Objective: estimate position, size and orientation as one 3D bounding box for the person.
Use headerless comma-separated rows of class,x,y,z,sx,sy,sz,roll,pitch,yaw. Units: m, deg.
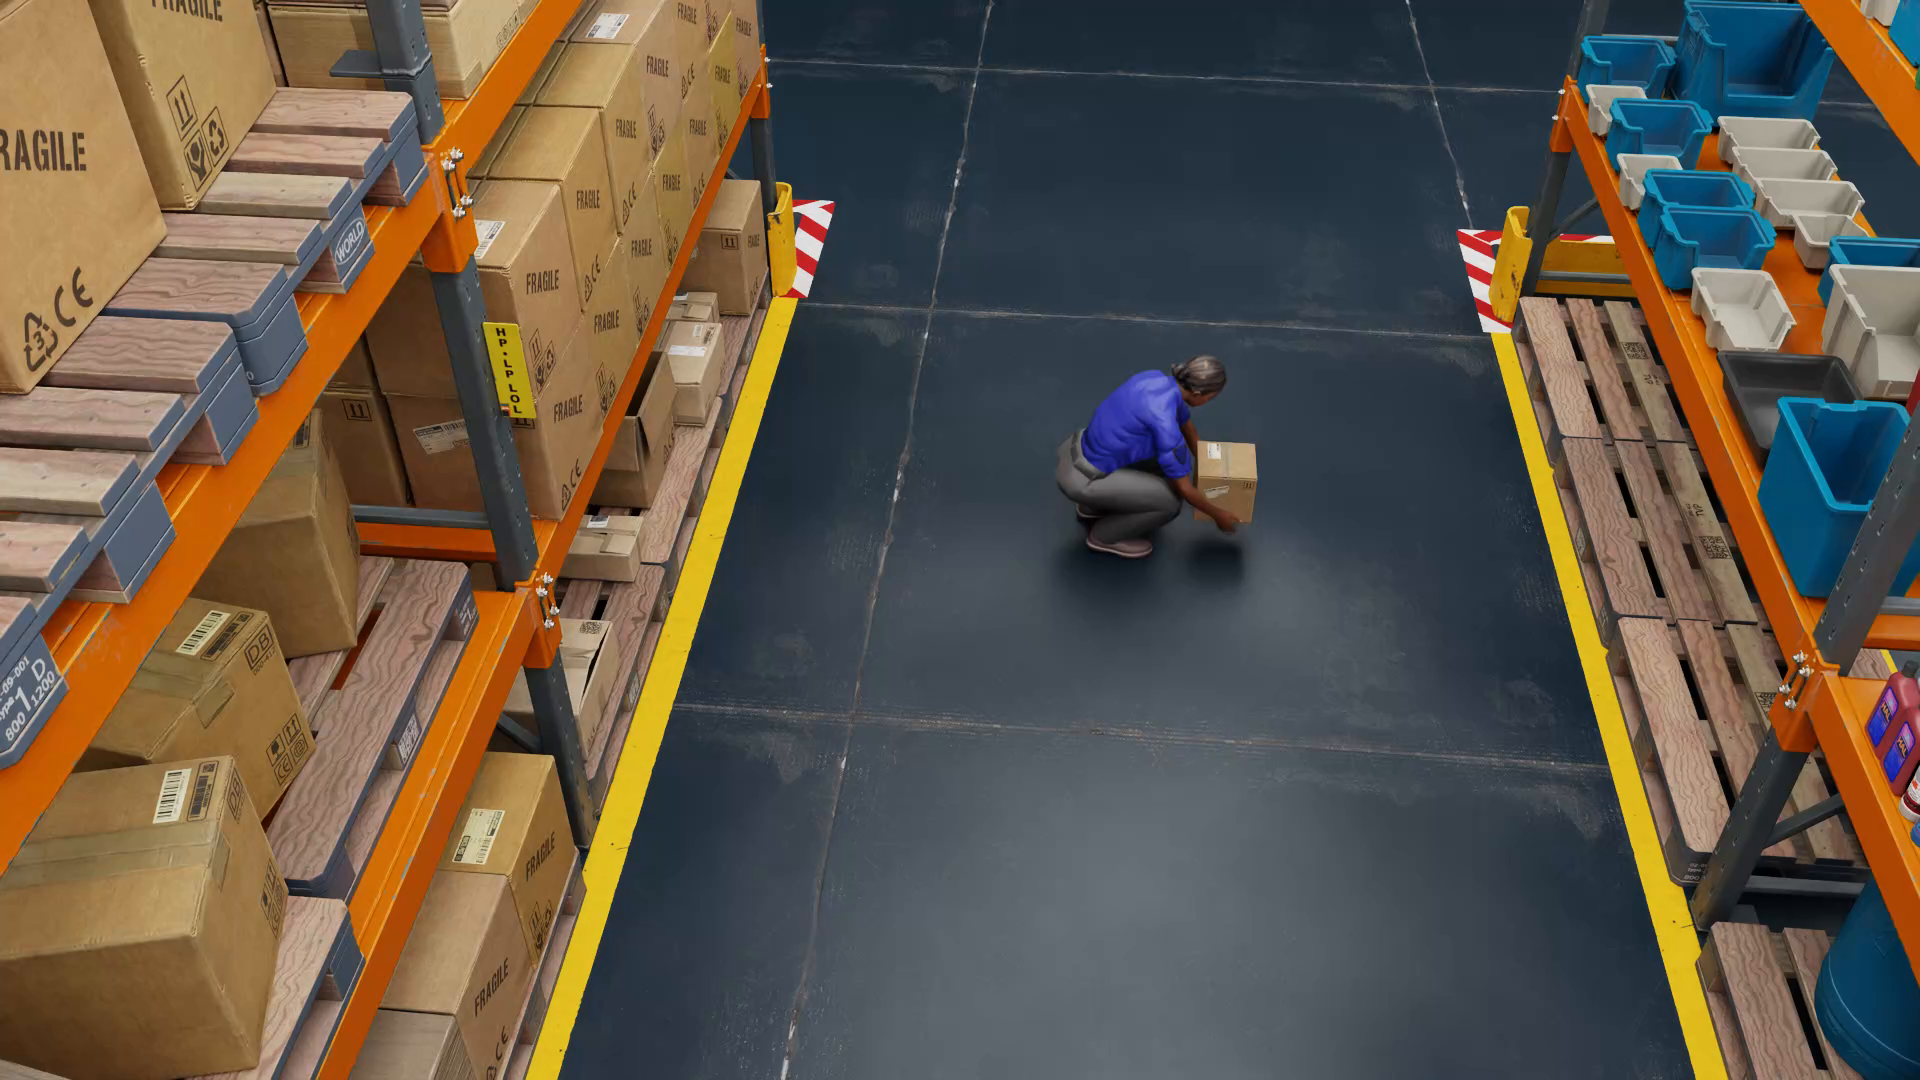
person,0.824,-0.373,7.174,0.826,0.934,0.491,3,40,3
